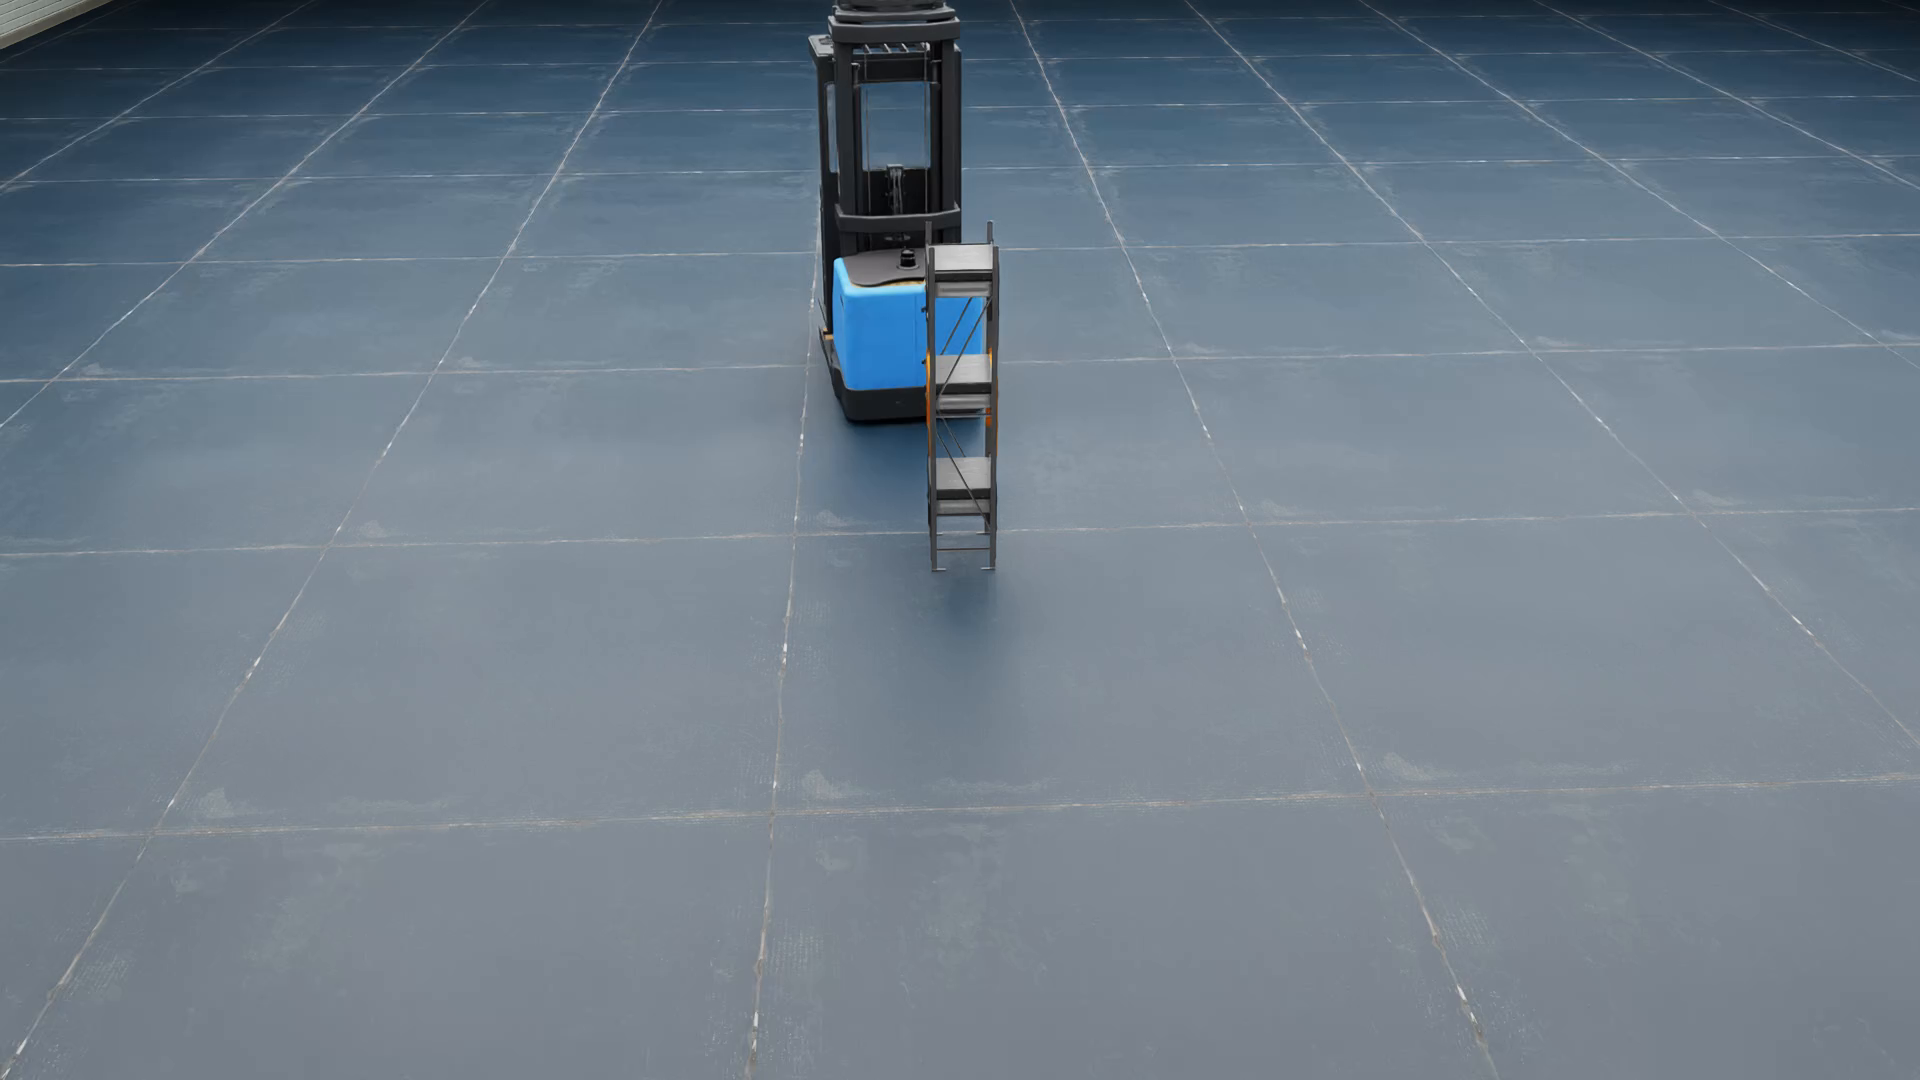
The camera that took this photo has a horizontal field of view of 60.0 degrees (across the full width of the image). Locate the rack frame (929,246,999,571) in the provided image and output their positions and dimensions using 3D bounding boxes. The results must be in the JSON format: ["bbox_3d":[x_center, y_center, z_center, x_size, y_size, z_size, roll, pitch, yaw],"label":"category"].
[{"bbox_3d":[0.021,-0.742,9.964,0.400,2.100,0.015,-1,28,-3],"label":"rack frame"}]

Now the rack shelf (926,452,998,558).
[{"bbox_3d":[0.009,-0.222,10.510,0.431,0.518,0.480,-1,28,-3],"label":"rack shelf"}]

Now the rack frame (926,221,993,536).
[{"bbox_3d":[-0.004,-0.967,10.396,0.400,2.100,0.015,-1,28,-3],"label":"rack frame"}]

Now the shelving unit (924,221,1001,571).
[{"bbox_3d":[0.009,-0.855,10.180,0.431,2.100,0.503,-1,28,-3],"label":"shelving unit"}]

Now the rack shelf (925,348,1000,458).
[{"bbox_3d":[0.009,-0.842,10.186,0.431,0.518,0.480,-1,28,-3],"label":"rack shelf"}]

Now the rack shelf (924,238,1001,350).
[{"bbox_3d":[0.009,-1.463,9.863,0.431,0.518,0.480,-1,28,-3],"label":"rack shelf"}]

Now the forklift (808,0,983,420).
[{"bbox_3d":[-0.573,-2.848,13.103,1.130,2.935,3.031,-5,28,-9],"label":"forklift"}]
